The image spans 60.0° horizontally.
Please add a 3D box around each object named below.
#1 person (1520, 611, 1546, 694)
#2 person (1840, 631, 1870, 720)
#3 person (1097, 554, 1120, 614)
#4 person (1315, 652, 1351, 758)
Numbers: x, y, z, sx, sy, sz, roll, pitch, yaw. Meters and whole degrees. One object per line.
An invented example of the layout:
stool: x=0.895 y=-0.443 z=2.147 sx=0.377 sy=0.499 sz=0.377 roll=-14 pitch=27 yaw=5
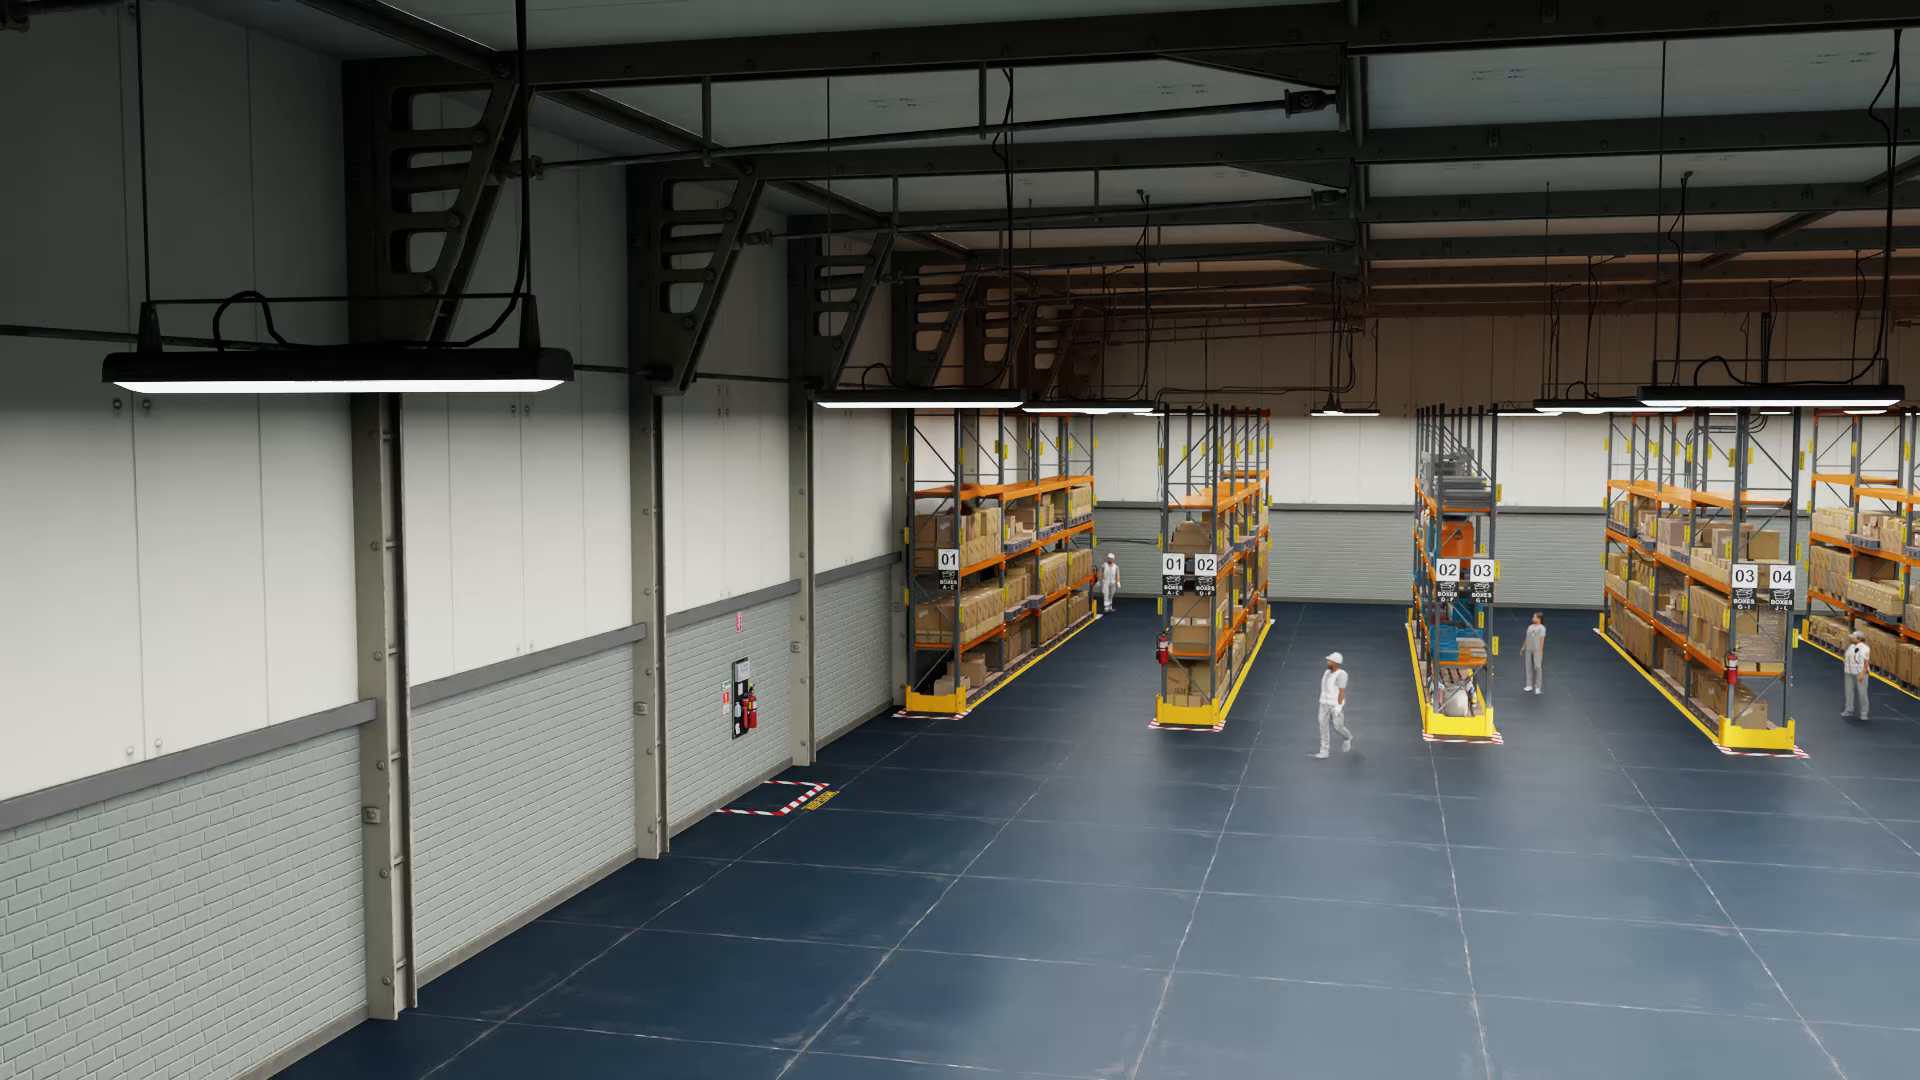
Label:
person: x=12.055 y=2.363 z=34.987 sx=0.514 sy=1.717 sz=0.499 roll=-4 pitch=6 yaw=-42
person: x=17.189 y=2.593 z=31.883 sx=0.433 sy=1.704 sz=0.520 roll=-2 pitch=5 yaw=-30
person: x=4.384 y=1.284 z=48.887 sx=0.637 sy=1.758 sz=0.907 roll=-1 pitch=4 yaw=-17
person: x=6.323 y=2.781 z=28.077 sx=0.502 sy=1.772 sz=0.748 roll=4 pitch=5 yaw=41
